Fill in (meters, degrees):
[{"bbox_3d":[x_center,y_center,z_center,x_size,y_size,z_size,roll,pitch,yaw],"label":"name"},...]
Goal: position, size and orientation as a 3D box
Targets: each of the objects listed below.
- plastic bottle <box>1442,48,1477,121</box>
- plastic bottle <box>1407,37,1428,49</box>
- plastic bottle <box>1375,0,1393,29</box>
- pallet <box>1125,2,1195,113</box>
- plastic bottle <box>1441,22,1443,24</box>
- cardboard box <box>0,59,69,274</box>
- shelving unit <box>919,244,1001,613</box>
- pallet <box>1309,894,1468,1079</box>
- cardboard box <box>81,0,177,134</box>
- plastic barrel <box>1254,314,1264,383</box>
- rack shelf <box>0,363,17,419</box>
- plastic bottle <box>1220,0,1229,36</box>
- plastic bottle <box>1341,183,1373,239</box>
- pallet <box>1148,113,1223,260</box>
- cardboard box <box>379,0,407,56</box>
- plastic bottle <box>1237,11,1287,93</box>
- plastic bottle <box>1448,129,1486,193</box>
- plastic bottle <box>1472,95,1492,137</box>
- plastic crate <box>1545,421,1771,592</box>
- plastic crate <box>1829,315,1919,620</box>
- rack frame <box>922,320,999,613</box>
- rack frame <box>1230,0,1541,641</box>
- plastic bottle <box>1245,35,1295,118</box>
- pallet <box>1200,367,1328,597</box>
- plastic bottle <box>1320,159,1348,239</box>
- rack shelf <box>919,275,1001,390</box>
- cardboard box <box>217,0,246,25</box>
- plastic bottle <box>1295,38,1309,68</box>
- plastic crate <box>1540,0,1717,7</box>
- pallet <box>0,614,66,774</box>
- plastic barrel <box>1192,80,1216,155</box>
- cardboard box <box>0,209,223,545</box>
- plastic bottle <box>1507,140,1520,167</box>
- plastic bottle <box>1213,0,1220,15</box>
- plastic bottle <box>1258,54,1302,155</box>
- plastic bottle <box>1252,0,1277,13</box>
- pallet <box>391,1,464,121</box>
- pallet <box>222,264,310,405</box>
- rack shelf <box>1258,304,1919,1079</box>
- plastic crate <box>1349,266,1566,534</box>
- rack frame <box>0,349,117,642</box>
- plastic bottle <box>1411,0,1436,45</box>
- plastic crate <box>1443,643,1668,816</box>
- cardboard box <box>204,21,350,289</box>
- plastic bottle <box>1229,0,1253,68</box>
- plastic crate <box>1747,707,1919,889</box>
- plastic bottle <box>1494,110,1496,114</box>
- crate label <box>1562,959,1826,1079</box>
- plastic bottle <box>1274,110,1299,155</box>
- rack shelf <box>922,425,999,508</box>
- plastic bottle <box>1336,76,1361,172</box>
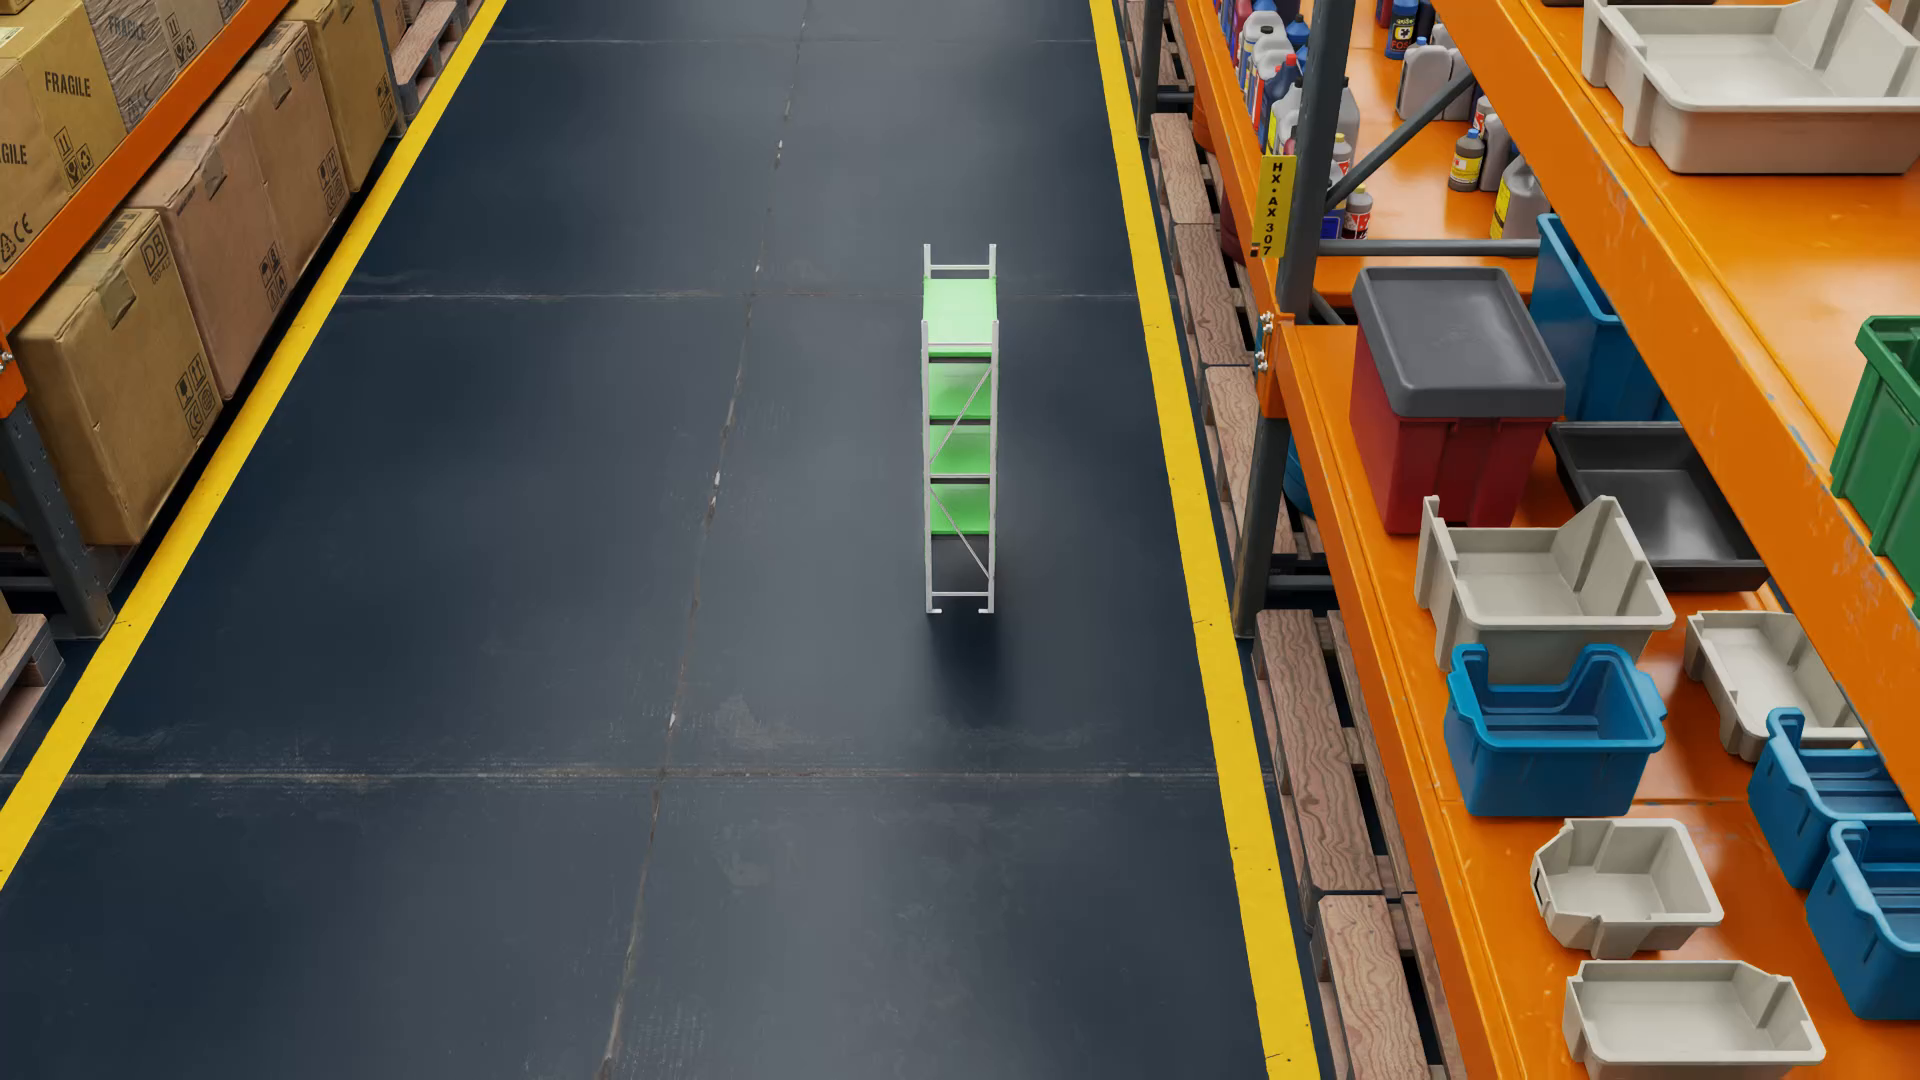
[{"bbox_3d":[1.840,-1.679,6.045,0.152,0.276,0.135,0,39,0],"label":"plastic bottle"},{"bbox_3d":[1.715,-1.783,6.235,0.097,0.201,0.097,0,39,0],"label":"plastic bottle"},{"bbox_3d":[1.740,-2.231,6.729,0.061,0.283,0.133,0,39,0],"label":"plastic bottle"},{"bbox_3d":[1.494,-2.756,9.520,1.003,0.211,1.213,0,39,0],"label":"pallet"},{"bbox_3d":[1.867,-1.894,6.318,0.097,0.271,0.097,0,39,0],"label":"plastic bottle"},{"bbox_3d":[-3.243,-1.182,5.246,0.500,0.500,0.500,0,39,0],"label":"cardboard box"},{"bbox_3d":[0.000,-0.365,5.746,0.258,1.200,0.503,0,39,0],"label":"shelving unit"},{"bbox_3d":[1.504,1.454,4.266,1.003,0.211,1.213,0,39,0],"label":"pallet"},{"bbox_3d":[-3.245,-1.809,6.029,0.500,0.500,0.500,-1,39,-1],"label":"cardboard box"},{"bbox_3d":[1.476,-0.986,6.424,0.600,0.901,0.708,0,39,0],"label":"plastic barrel"},{"bbox_3d":[-3.490,0.677,3.582,1.077,0.370,4.000,0,39,0],"label":"rack shelf"},{"bbox_3d":[1.135,-2.173,6.662,0.152,0.276,0.135,0,39,0],"label":"plastic bottle"},{"bbox_3d":[1.261,-1.039,5.306,0.097,0.201,0.097,0,39,0],"label":"plastic bottle"},{"bbox_3d":[1.498,-1.779,8.301,1.003,0.211,1.213,0,39,0],"label":"pallet"},{"bbox_3d":[-3.518,-2.971,9.206,0.700,0.500,0.500,-2,39,-2],"label":"cardboard box"},{"bbox_3d":[1.135,-1.829,6.233,0.152,0.276,0.135,0,39,0],"label":"plastic bottle"},{"bbox_3d":[1.716,-1.288,5.617,0.097,0.201,0.097,0,39,0],"label":"plastic bottle"},{"bbox_3d":[1.867,-1.494,5.874,0.097,0.201,0.097,0,39,0],"label":"plastic bottle"},{"bbox_3d":[1.730,-0.075,4.117,0.437,0.125,0.590,0,39,0],"label":"plastic crate"},{"bbox_3d":[1.178,-0.061,1.699,0.450,0.188,0.336,0,39,0],"label":"plastic crate"},{"bbox_3d":[0.000,-0.212,5.555,0.240,1.200,0.015,0,39,0],"label":"rack frame"},{"bbox_3d":[1.460,-0.858,4.922,1.000,3.000,0.127,0,39,0],"label":"rack frame"},{"bbox_3d":[1.135,-1.684,6.052,0.152,0.276,0.135,0,39,0],"label":"plastic bottle"},{"bbox_3d":[1.501,-0.253,6.397,1.003,0.211,1.213,0,39,0],"label":"pallet"},{"bbox_3d":[1.137,-1.056,5.268,0.152,0.276,0.135,0,39,0],"label":"plastic bottle"},{"bbox_3d":[0.000,-0.689,5.485,0.258,0.148,0.480,0,39,0],"label":"rack shelf"},{"bbox_3d":[-3.250,-2.450,6.829,0.500,0.500,0.500,-1,39,-2],"label":"cardboard box"},{"bbox_3d":[1.260,-1.694,6.068,0.097,0.271,0.097,0,39,0],"label":"plastic bottle"},{"bbox_3d":[1.188,-1.201,3.056,0.497,0.269,0.590,0,39,0],"label":"plastic crate"},{"bbox_3d":[-3.570,0.709,5.197,1.003,0.211,1.213,0,39,0],"label":"pallet"},{"bbox_3d":[1.473,-2.371,8.209,0.600,0.830,0.708,0,39,0],"label":"plastic barrel"},{"bbox_3d":[-3.513,-0.590,5.950,1.225,0.875,0.875,0,39,0],"label":"cardboard box"},{"bbox_3d":[1.868,-1.254,5.519,0.097,0.271,0.097,0,39,0],"label":"plastic bottle"},{"bbox_3d":[1.089,-2.321,6.841,0.061,0.283,0.133,0,39,0],"label":"plastic bottle"},{"bbox_3d":[1.132,-1.529,5.799,0.144,0.351,0.185,0,39,0],"label":"plastic bottle"},{"bbox_3d":[1.168,-1.983,6.429,0.097,0.271,0.097,0,39,0],"label":"plastic bottle"},{"bbox_3d":[-3.497,-2.757,9.521,1.003,0.211,1.213,0,39,0],"label":"pallet"},{"bbox_3d":[-3.573,-1.014,7.346,1.003,0.211,1.213,0,39,0],"label":"pallet"},{"bbox_3d":[1.463,0.673,3.587,1.077,0.370,4.000,0,39,0],"label":"rack shelf"},{"bbox_3d":[1.211,-0.348,4.187,0.402,0.464,0.583,0,39,0],"label":"plastic crate"},{"bbox_3d":[-3.493,-0.855,4.918,1.000,3.000,0.127,0,39,0],"label":"rack frame"},{"bbox_3d":[1.843,-2.075,6.479,0.144,0.351,0.185,0,39,0],"label":"plastic bottle"},{"bbox_3d":[1.206,0.401,3.437,0.416,0.233,0.300,0,39,0],"label":"plastic crate"},{"bbox_3d":[-3.524,-1.702,7.338,1.225,0.875,0.875,0,39,0],"label":"cardboard box"},{"bbox_3d":[1.089,-1.977,6.411,0.061,0.283,0.133,0,39,0],"label":"plastic bottle"},{"bbox_3d":[1.792,0.519,3.289,0.416,0.233,0.300,0,39,0],"label":"plastic crate"},{"bbox_3d":[1.868,-1.399,5.700,0.097,0.271,0.097,0,39,0],"label":"plastic bottle"},{"bbox_3d":[1.272,0.857,2.944,0.396,0.136,0.243,0,39,0],"label":"crate label"},{"bbox_3d":[1.136,-1.285,5.554,0.152,0.276,0.135,0,39,0],"label":"plastic bottle"},{"bbox_3d":[0.000,-0.315,5.786,0.258,0.148,0.480,0,39,0],"label":"rack shelf"},{"bbox_3d":[1.276,-1.414,5.655,0.144,0.351,0.185,0,39,0],"label":"plastic bottle"}]
